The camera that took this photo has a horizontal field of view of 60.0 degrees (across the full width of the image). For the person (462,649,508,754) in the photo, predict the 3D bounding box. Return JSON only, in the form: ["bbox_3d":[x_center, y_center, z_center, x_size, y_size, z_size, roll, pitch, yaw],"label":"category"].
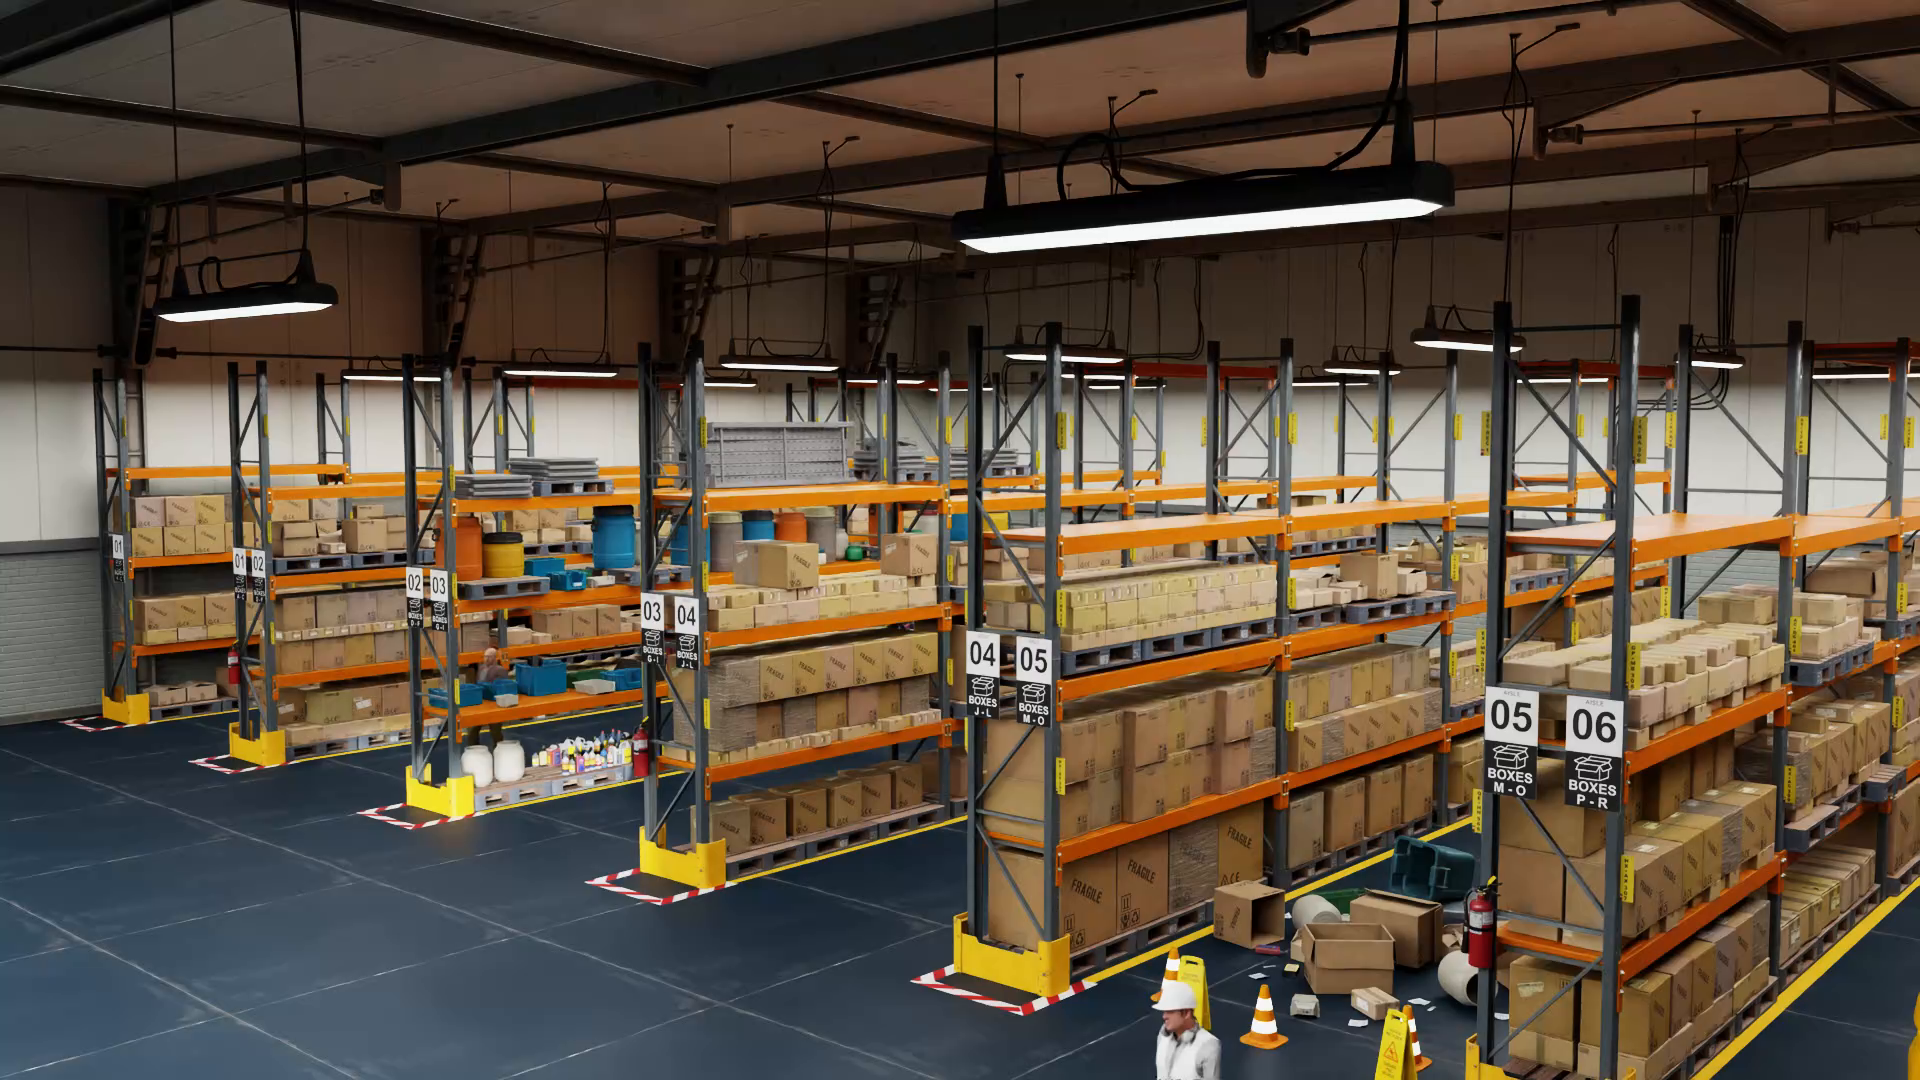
[{"bbox_3d":[-6.973,2.490,24.360,0.711,1.774,0.754,1,4,9],"label":"person"}]

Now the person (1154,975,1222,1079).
[{"bbox_3d":[1.398,3.566,10.350,0.878,1.698,0.537,-3,5,-32],"label":"person"}]
